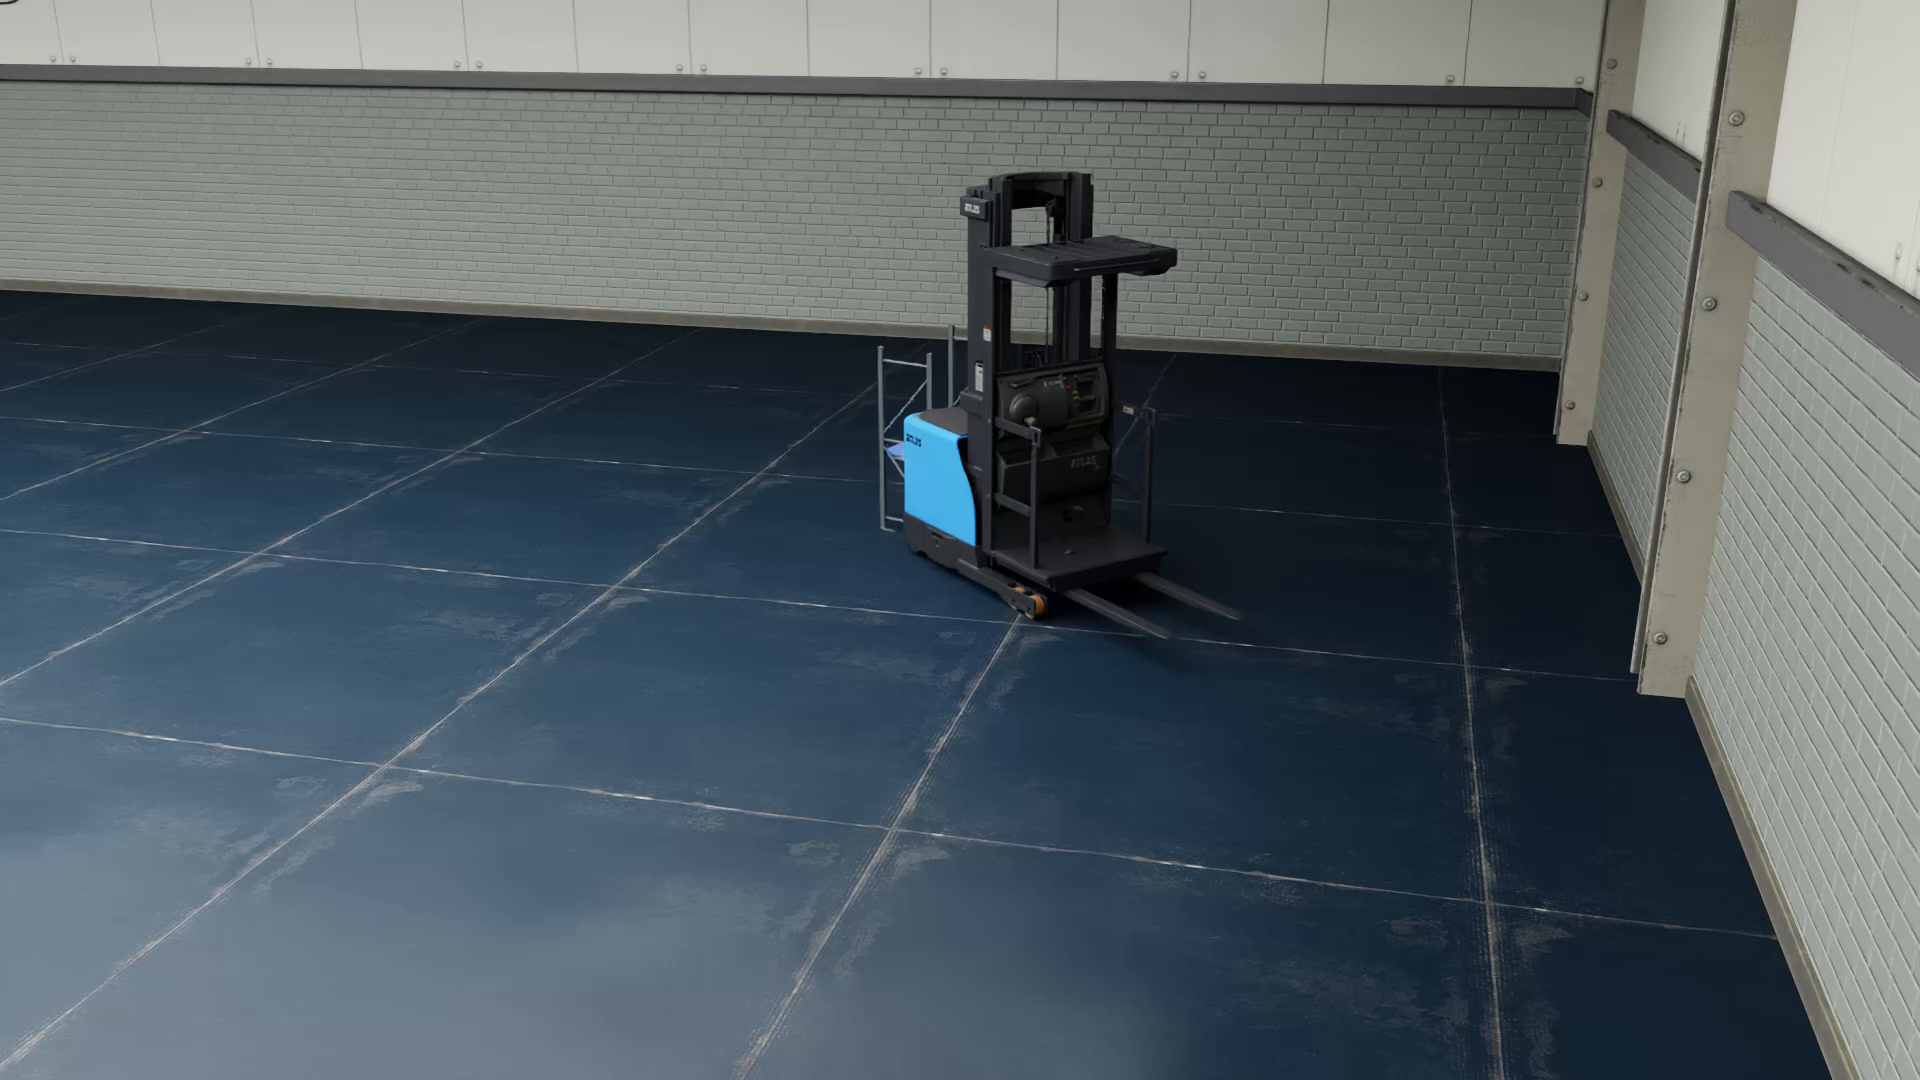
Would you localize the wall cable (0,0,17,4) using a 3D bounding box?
[{"bbox_3d":[-13.445,-9.391,21.498,2.305,6.003,0.169,5,19,13],"label":"wall cable"}]

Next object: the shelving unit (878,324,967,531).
[{"bbox_3d":[-0.149,-0.898,13.498,0.538,1.500,1.048,12,22,31],"label":"shelving unit"}]

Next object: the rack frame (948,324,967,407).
[{"bbox_3d":[0.123,-1.037,13.904,0.500,1.500,0.032,12,22,31],"label":"rack frame"}]

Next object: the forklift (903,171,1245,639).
[{"bbox_3d":[0.781,-1.013,11.617,1.130,2.935,3.031,-12,22,-31],"label":"forklift"}]

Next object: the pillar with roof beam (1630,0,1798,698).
[{"bbox_3d":[0.256,-3.689,10.066,9.100,9.000,0.400,5,19,13],"label":"pillar with roof beam"}]

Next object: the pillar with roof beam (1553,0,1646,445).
[{"bbox_3d":[1.722,-5.570,15.572,9.100,9.000,0.400,5,19,13],"label":"pillar with roof beam"}]

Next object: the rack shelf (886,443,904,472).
[{"bbox_3d":[-0.149,-0.728,13.556,0.538,0.185,1.000,12,22,31],"label":"rack shelf"}]

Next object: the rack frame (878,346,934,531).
[{"bbox_3d":[-0.422,-0.760,13.092,0.500,1.500,0.032,12,22,31],"label":"rack frame"}]
